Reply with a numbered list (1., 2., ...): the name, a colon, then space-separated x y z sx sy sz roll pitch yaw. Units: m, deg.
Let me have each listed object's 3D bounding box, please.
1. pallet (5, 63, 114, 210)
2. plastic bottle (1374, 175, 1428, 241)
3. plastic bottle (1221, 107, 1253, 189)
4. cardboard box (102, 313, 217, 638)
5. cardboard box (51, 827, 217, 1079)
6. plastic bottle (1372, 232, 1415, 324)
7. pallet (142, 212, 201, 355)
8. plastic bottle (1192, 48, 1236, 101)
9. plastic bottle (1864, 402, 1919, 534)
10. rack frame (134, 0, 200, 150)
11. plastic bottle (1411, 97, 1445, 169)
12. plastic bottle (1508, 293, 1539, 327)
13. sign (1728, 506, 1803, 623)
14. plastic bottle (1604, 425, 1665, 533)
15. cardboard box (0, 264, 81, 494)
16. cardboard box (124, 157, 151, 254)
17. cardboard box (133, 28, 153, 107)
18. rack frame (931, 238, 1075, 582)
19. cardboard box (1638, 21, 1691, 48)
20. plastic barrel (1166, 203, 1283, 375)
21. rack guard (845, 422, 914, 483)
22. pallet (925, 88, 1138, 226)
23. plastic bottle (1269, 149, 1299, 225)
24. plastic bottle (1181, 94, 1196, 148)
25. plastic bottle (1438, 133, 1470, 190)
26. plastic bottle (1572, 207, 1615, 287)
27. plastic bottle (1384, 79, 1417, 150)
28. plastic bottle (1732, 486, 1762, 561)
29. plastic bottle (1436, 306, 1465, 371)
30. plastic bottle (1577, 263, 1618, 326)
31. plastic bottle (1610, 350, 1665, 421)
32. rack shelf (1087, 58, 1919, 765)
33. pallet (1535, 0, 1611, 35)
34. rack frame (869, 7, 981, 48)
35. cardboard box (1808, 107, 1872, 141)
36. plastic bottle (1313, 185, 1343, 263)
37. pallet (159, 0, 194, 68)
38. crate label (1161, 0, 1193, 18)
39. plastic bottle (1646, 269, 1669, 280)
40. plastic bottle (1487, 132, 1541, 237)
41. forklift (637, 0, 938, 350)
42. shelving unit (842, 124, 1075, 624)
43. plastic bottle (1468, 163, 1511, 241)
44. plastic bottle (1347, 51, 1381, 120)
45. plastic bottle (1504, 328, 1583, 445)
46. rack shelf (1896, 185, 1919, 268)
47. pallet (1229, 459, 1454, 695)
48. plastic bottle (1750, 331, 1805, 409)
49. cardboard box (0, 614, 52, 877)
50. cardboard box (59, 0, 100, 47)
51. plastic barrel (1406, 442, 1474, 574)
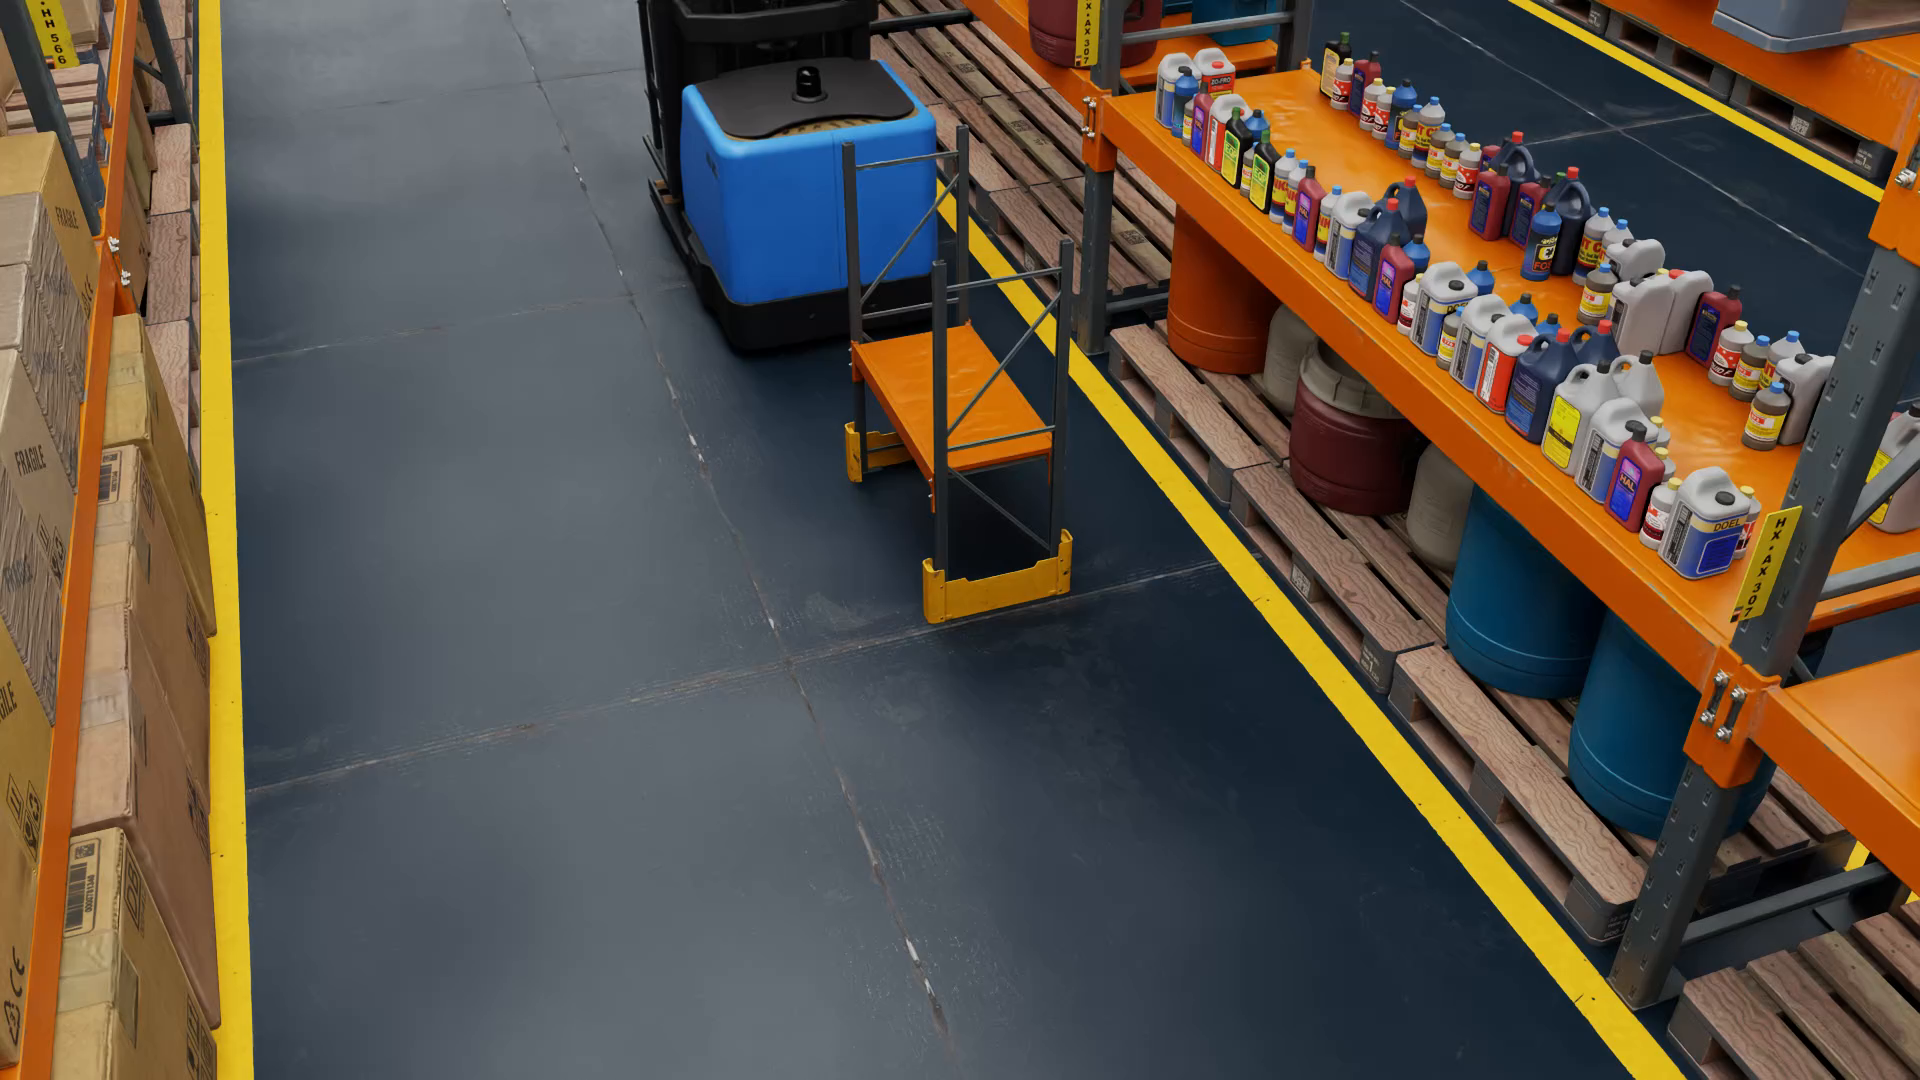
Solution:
1. pallet: -3.945 -1.479 6.380 1.213 0.211 1.003 -12 39 -16
2. plastic bottle: 1.521 -1.103 5.762 0.144 0.351 0.185 -12 39 -16
3. plastic bottle: 1.058 -1.496 6.340 0.061 0.283 0.133 -12 39 -16
4. cardboard box: -3.382 -0.100 5.807 1.225 0.875 0.875 -14 39 -18
5. cardboard box: -2.463 1.408 3.805 1.225 0.875 0.875 -12 39 -16
6. plastic bottle: 1.440 -0.870 5.509 0.061 0.283 0.133 -12 39 -16
7. pallet: -4.284 -1.191 8.156 1.003 0.211 1.213 -12 39 -16
8. plastic bottle: 1.039 -1.871 6.844 0.152 0.276 0.135 -12 39 -16
9. plastic bottle: 2.596 -0.210 4.577 0.144 0.351 0.185 -12 39 -16
10. rack frame: -4.976 -3.435 8.817 1.000 3.000 0.127 -12 39 -16
11. plastic bottle: 1.826 -1.590 6.475 0.097 0.271 0.097 0 37 0
12. plastic bottle: 1.753 -0.649 5.225 0.097 0.271 0.097 0 37 0
13. sign: 1.910 0.061 3.946 0.100 0.325 0.005 -12 39 -16
14. plastic bottle: 1.865 -0.171 4.581 0.061 0.283 0.133 -12 39 -16
15. cardboard box: -2.850 -0.412 4.721 0.500 0.500 0.500 -14 39 -17
16. cardboard box: -4.446 -1.672 8.188 0.700 0.500 0.500 -16 40 -20
17. cardboard box: -5.077 -2.838 9.754 0.500 0.500 0.500 -14 39 -17
18. rack frame: 0.146 -0.360 5.981 0.500 1.500 0.032 -12 39 -16
19. cardboard box: 4.762 -3.405 10.714 0.500 0.250 0.500 -12 39 -15
20. plastic barrel: 1.235 -1.229 7.343 0.600 0.830 0.708 -12 39 -16
21. rack guard: -0.198 -0.424 7.105 0.587 0.250 0.087 -12 39 -16
22. pallet: 0.404 -2.221 9.523 1.003 0.211 1.213 -12 39 -16
23. plastic bottle: 1.195 -1.300 6.089 0.097 0.271 0.097 0 37 0
24. plastic bottle: 0.944 -1.684 6.657 0.097 0.201 0.097 0 37 0
25. plastic bottle: 1.893 -1.452 6.350 0.097 0.201 0.097 0 37 0
26. plastic bottle: 2.179 -1.010 5.705 0.097 0.271 0.097 0 37 0
27. plastic bottle: 1.759 -1.700 6.621 0.097 0.271 0.097 0 37 0
28. plastic bottle: 2.099 -0.054 4.493 0.097 0.201 0.097 0 37 0
29. plastic bottle: 1.577 -0.645 5.278 0.097 0.201 0.097 0 37 0
30. plastic bottle: 2.116 -0.820 5.510 0.097 0.201 0.097 0 37 0
31. plastic bottle: 1.939 -0.403 4.833 0.144 0.351 0.185 -12 39 -16
32. rack shelf: 1.739 -0.784 5.895 1.077 0.370 4.000 -12 39 -16
33. pallet: 4.616 -3.962 11.834 1.003 0.211 1.213 -12 39 -16
34. rack frame: -0.326 -4.460 10.178 1.000 3.000 0.127 -12 39 -16
35. cardboard box: 5.293 -2.540 9.566 0.500 0.250 0.500 -12 39 -15
36. plastic bottle: 1.308 -1.114 5.843 0.097 0.271 0.097 0 37 0
37. pallet: -5.664 -3.383 11.066 1.003 0.211 1.213 -12 39 -16
38. crate label: 0.963 -2.832 7.987 0.502 0.435 0.616 -12 39 -16
39. plastic bottle: 2.293 -0.796 5.479 0.097 0.201 0.097 0 37 0
40. plastic bottle: 1.999 -1.297 6.019 0.144 0.351 0.185 -12 39 -16
41. forklift: -1.069 -2.952 8.233 1.130 2.935 3.031 -12 39 -16
42. shelving unit: -0.026 -0.642 6.356 0.587 1.500 1.083 -12 39 -16
43. plastic bottle: 1.912 -1.234 5.992 0.061 0.283 0.133 -12 39 -16
44. plastic bottle: 1.670 -1.884 6.854 0.061 0.283 0.133 -12 39 -16
45. plastic bottle: 1.740 -0.477 4.932 0.144 0.351 0.185 -12 39 -16
46. rack shelf: 3.115 0.278 1.993 1.077 0.370 4.000 -12 39 -16
47. pallet: 1.777 0.038 6.524 1.003 0.211 1.213 -12 39 -16
48. plastic bottle: 2.485 -0.508 5.038 0.097 0.271 0.097 0 37 0
49. cardboard box: -2.321 0.449 3.578 0.500 0.500 0.500 -12 39 -16
50. cardboard box: -3.961 -2.277 7.056 0.500 0.250 0.500 -14 39 -17
51. plastic barrel: 1.902 -0.163 6.193 0.421 0.512 0.421 0 37 0
